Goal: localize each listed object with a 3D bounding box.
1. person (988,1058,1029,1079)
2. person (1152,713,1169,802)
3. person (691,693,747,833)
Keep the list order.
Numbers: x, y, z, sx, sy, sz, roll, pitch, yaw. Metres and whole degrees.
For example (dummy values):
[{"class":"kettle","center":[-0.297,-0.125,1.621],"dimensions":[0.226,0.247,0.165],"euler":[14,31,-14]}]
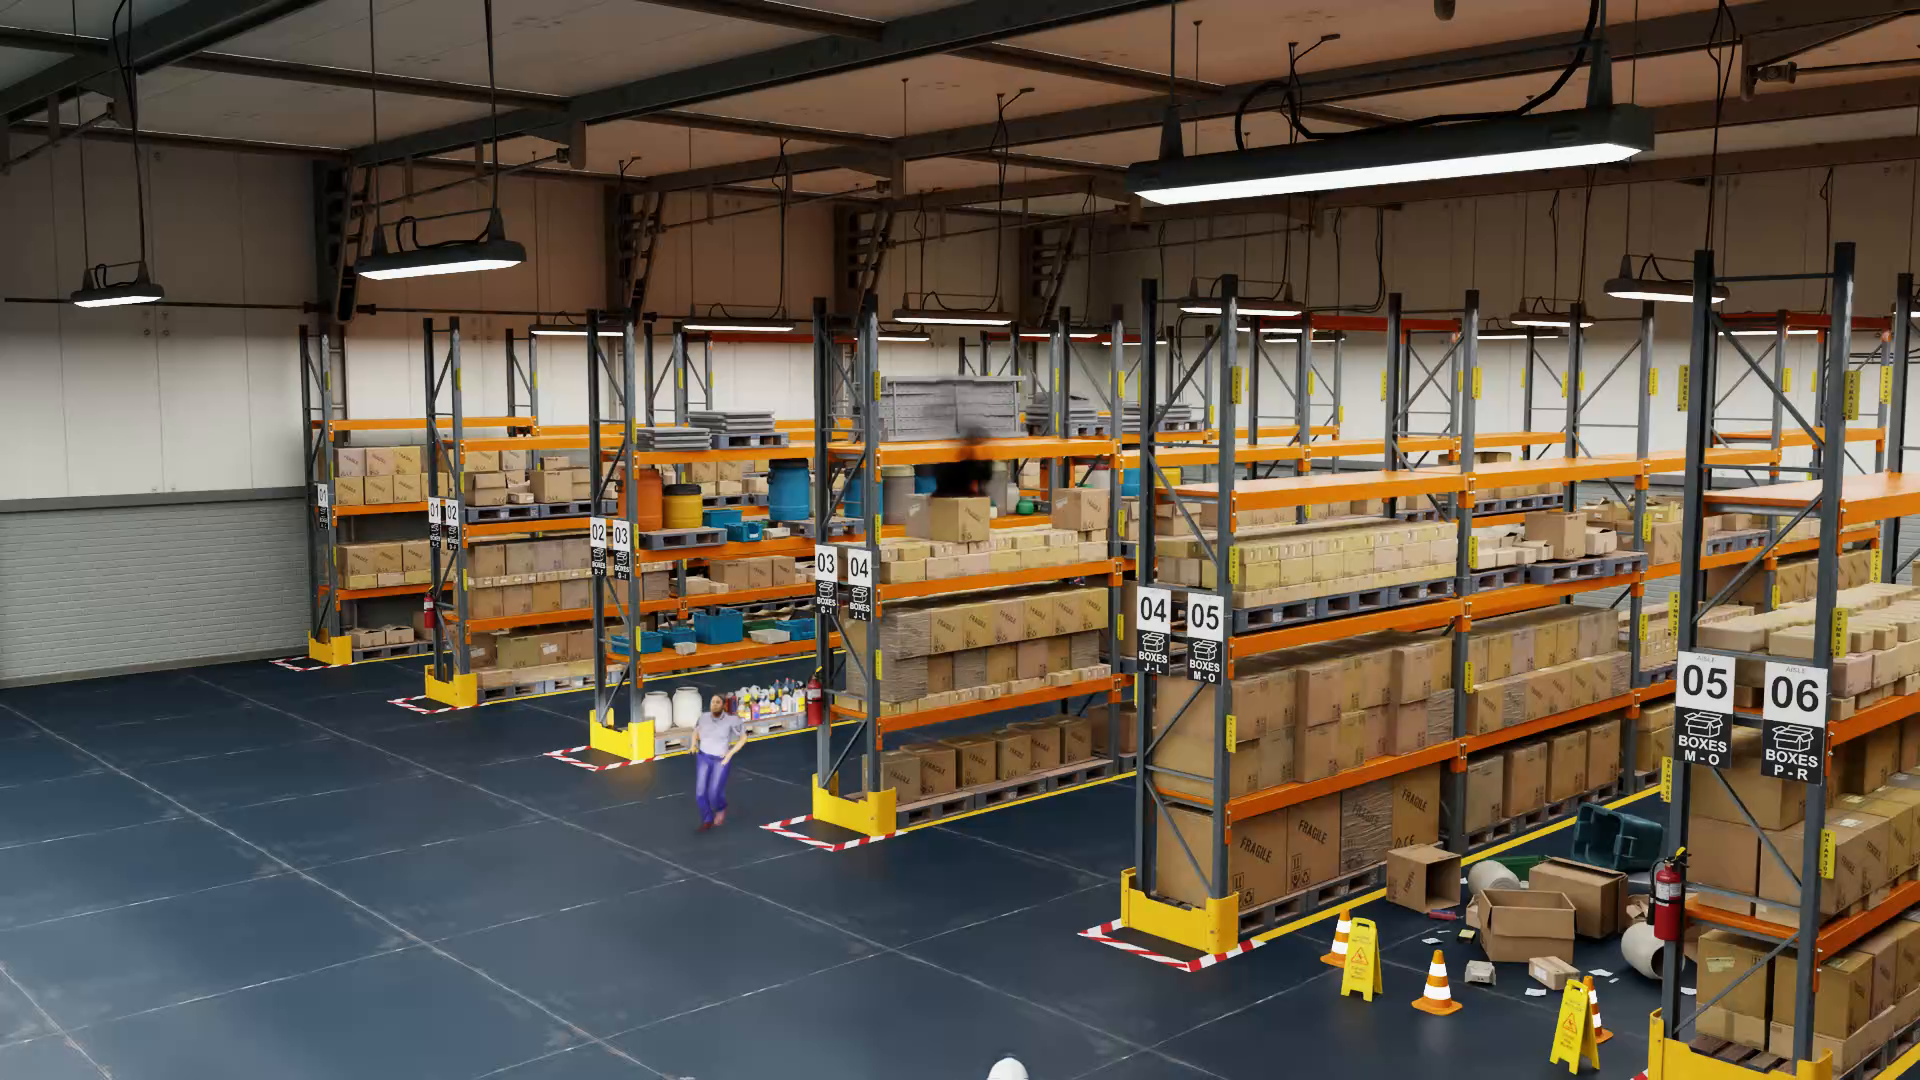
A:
[{"class":"person","center":[0.240,3.462,8.385],"dimensions":[0.686,1.733,0.599],"euler":[0,6,0]},{"class":"person","center":[2.448,2.395,18.649],"dimensions":[0.706,1.759,0.979],"euler":[5,8,40]},{"class":"person","center":[-2.736,2.499,18.646],"dimensions":[0.624,1.592,0.580],"euler":[2,6,17]}]
